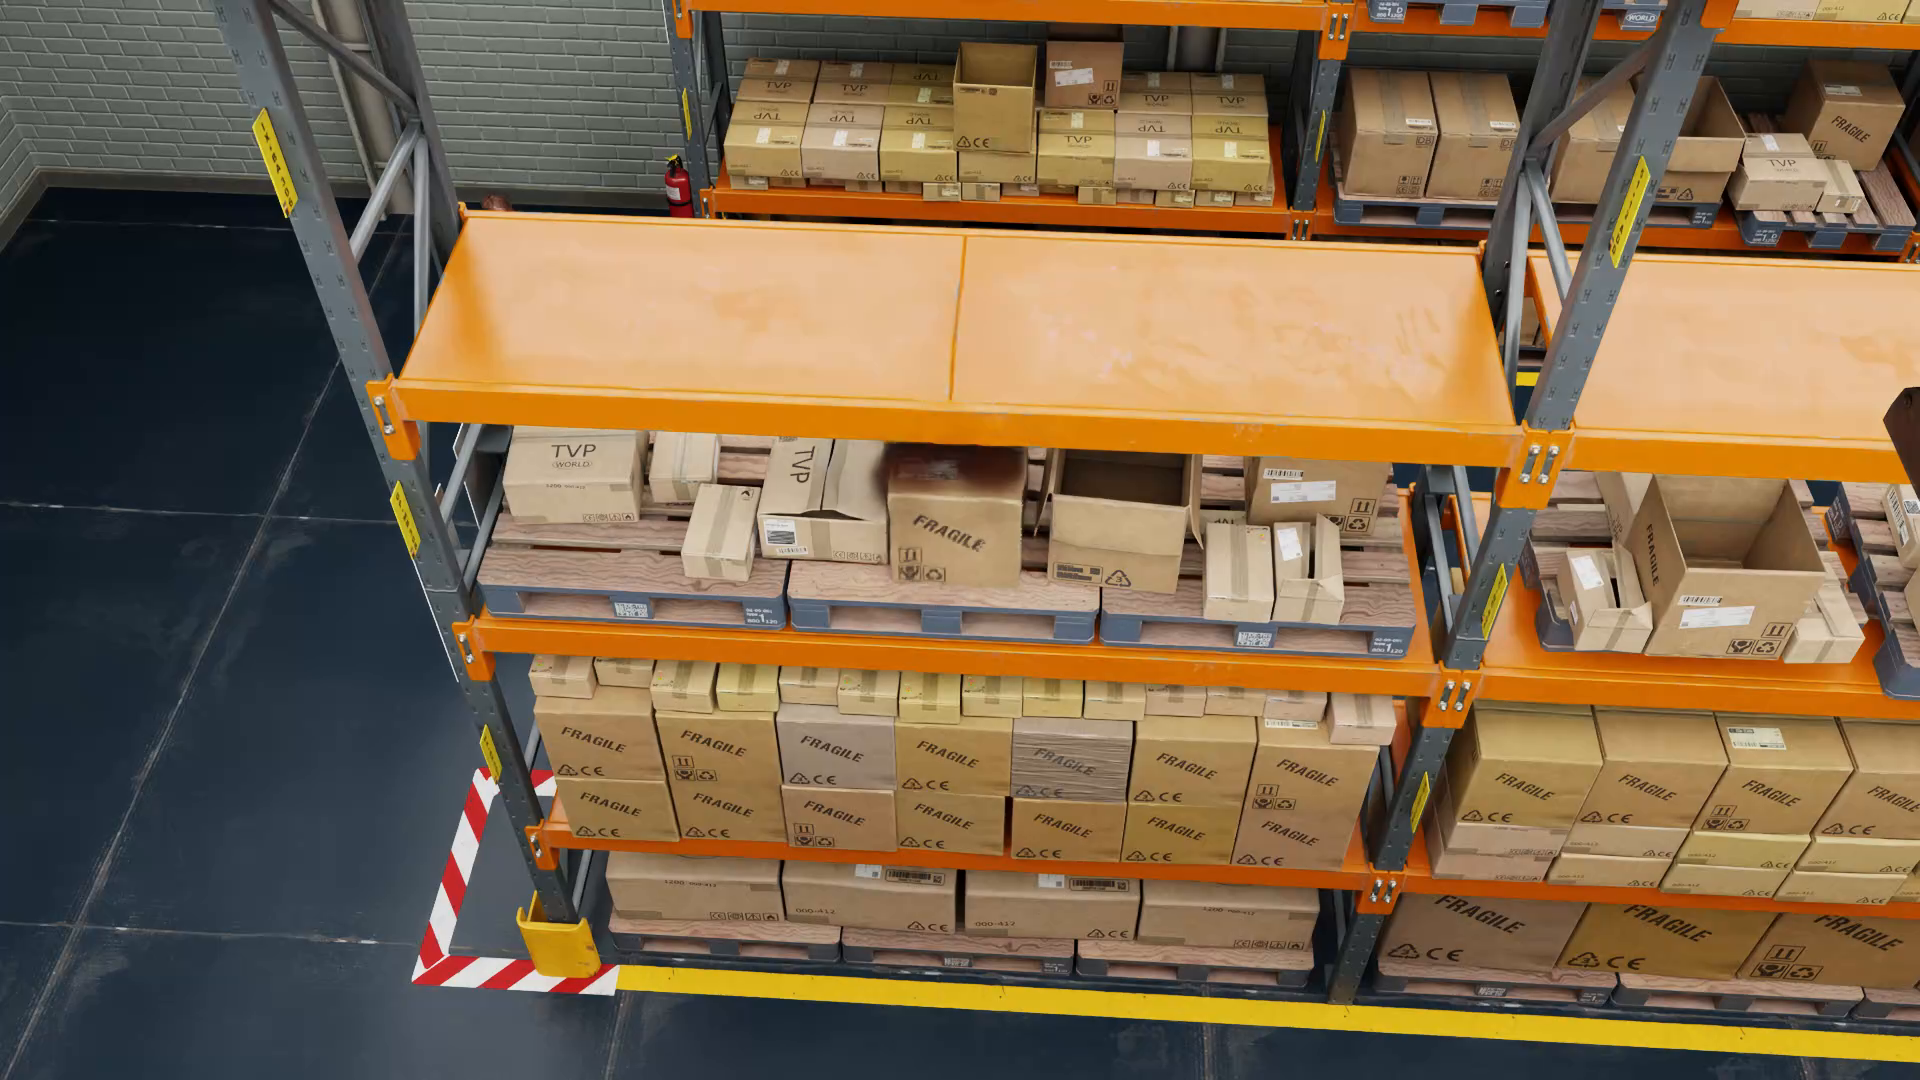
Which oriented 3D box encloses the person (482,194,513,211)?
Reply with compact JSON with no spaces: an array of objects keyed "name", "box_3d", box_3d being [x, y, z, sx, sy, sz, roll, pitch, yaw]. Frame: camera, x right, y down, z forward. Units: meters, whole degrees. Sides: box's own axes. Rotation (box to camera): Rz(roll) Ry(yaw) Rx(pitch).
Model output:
[{"name":"person","box_3d":[-2.858,-1.518,10.785,0.389,1.617,0.423,3,48,3]}]
